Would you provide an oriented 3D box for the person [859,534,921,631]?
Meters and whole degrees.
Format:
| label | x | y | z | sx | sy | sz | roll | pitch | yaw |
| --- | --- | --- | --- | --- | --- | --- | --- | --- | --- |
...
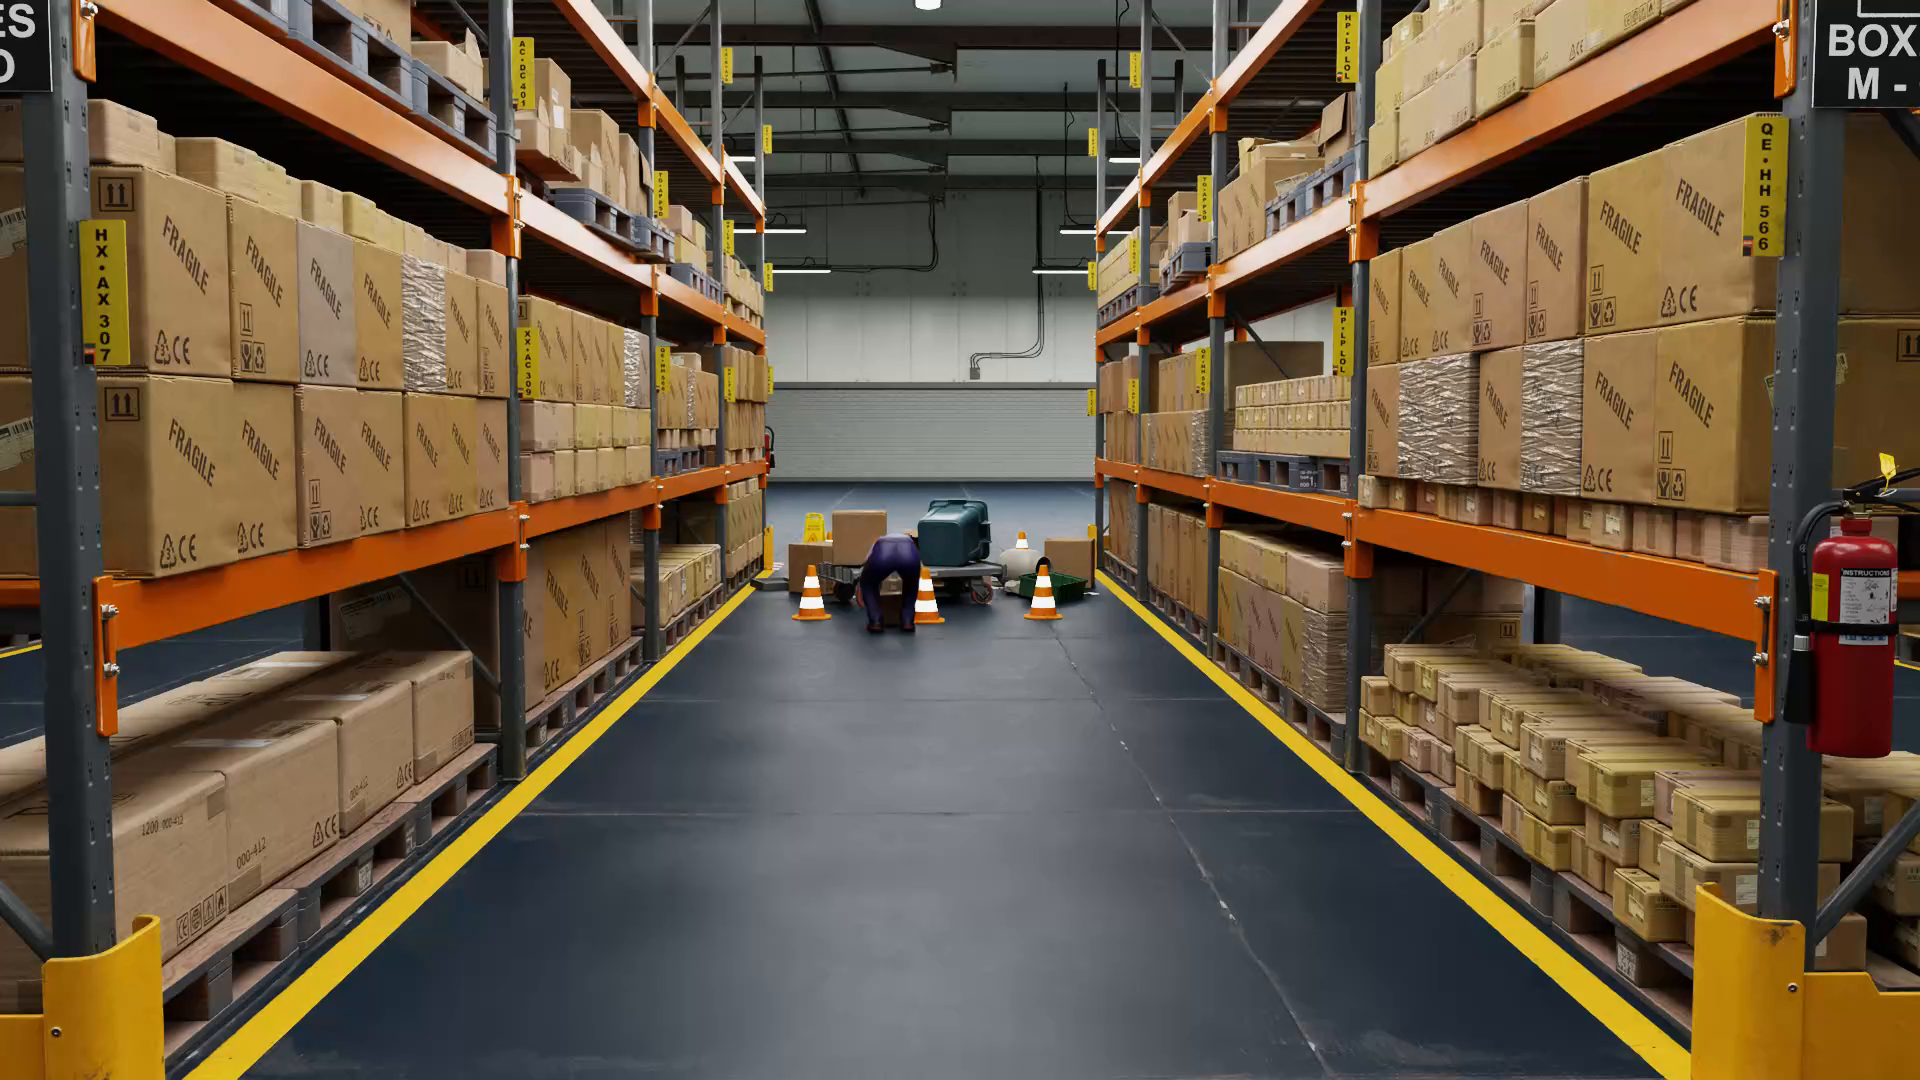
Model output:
| label | x | y | z | sx | sy | sz | roll | pitch | yaw |
| --- | --- | --- | --- | --- | --- | --- | --- | --- | --- |
| person | -0.583 | 0.346 | 13.855 | 0.515 | 0.808 | 0.904 | -1 | 4 | -8 |
